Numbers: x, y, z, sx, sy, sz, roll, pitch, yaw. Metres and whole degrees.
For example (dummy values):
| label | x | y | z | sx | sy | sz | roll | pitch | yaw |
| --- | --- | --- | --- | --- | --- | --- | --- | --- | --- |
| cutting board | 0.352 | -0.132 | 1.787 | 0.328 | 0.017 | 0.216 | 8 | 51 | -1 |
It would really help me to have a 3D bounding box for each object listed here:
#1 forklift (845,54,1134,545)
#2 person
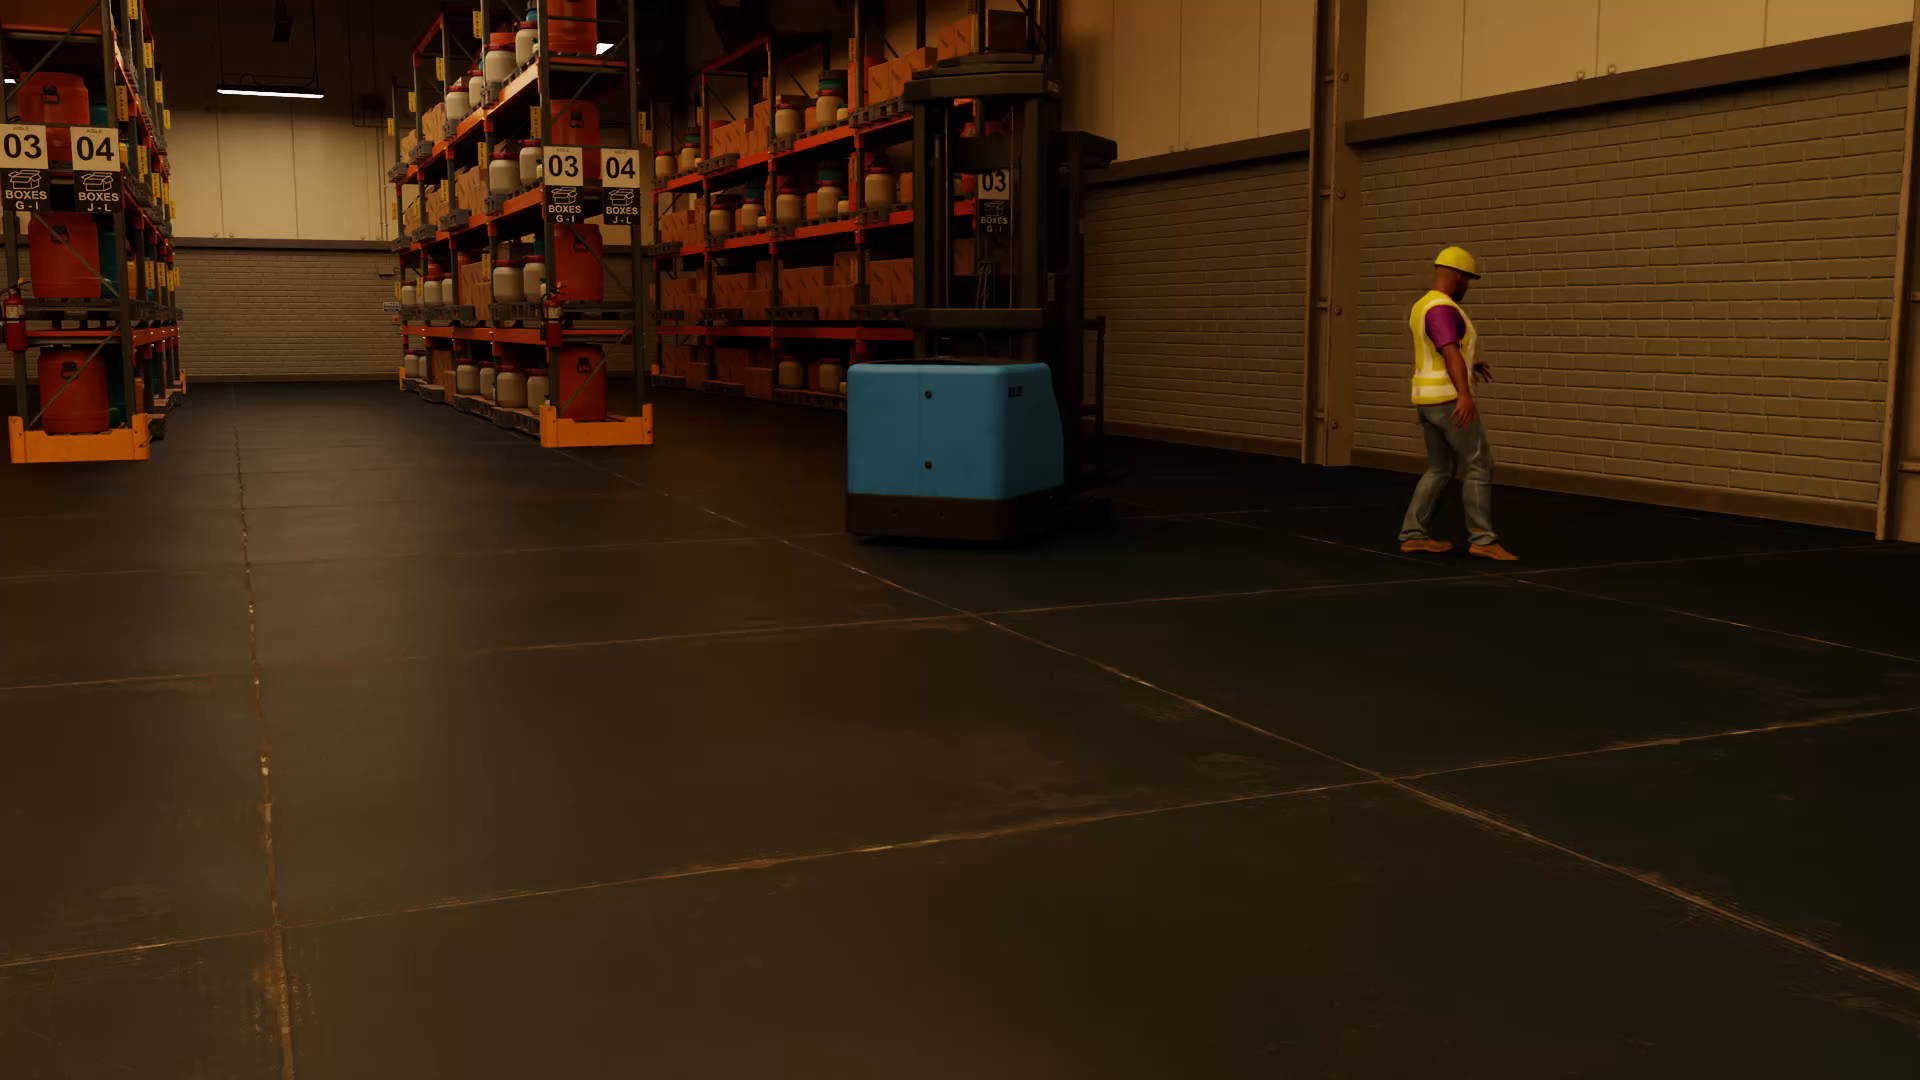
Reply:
| label | x | y | z | sx | sy | sz | roll | pitch | yaw |
| --- | --- | --- | --- | --- | --- | --- | --- | --- | --- |
| forklift | 0.369 | -1.579 | 10.918 | 1.130 | 2.935 | 3.031 | 3 | 8 | 23 |
| person | 2.853 | -0.757 | 9.401 | 0.658 | 1.780 | 1.048 | 1 | 8 | 4 |
